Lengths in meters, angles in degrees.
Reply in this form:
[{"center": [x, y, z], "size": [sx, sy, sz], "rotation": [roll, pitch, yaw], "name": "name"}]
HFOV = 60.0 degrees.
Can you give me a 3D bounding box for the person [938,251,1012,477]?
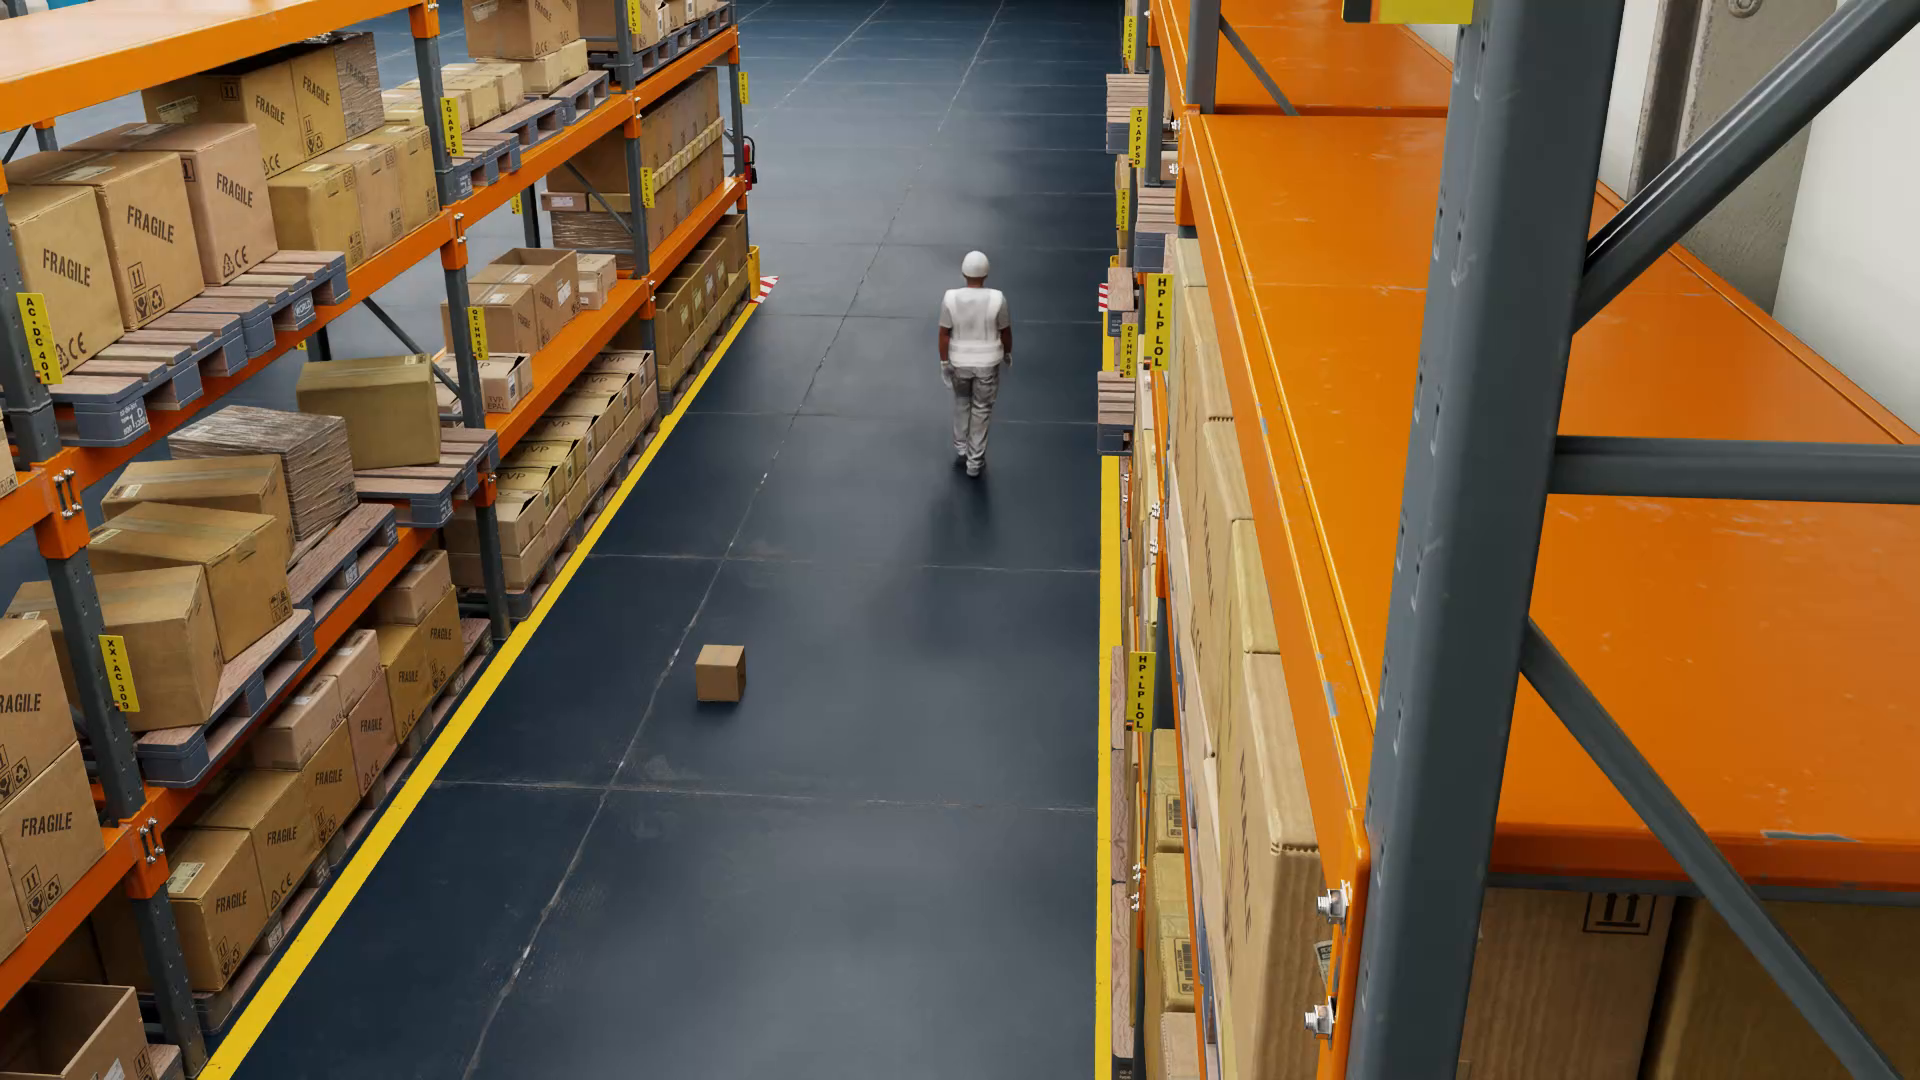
[{"center": [0.136, -1.382, 13.101], "size": [0.544, 1.854, 0.602], "rotation": [5, 25, 11], "name": "person"}]
